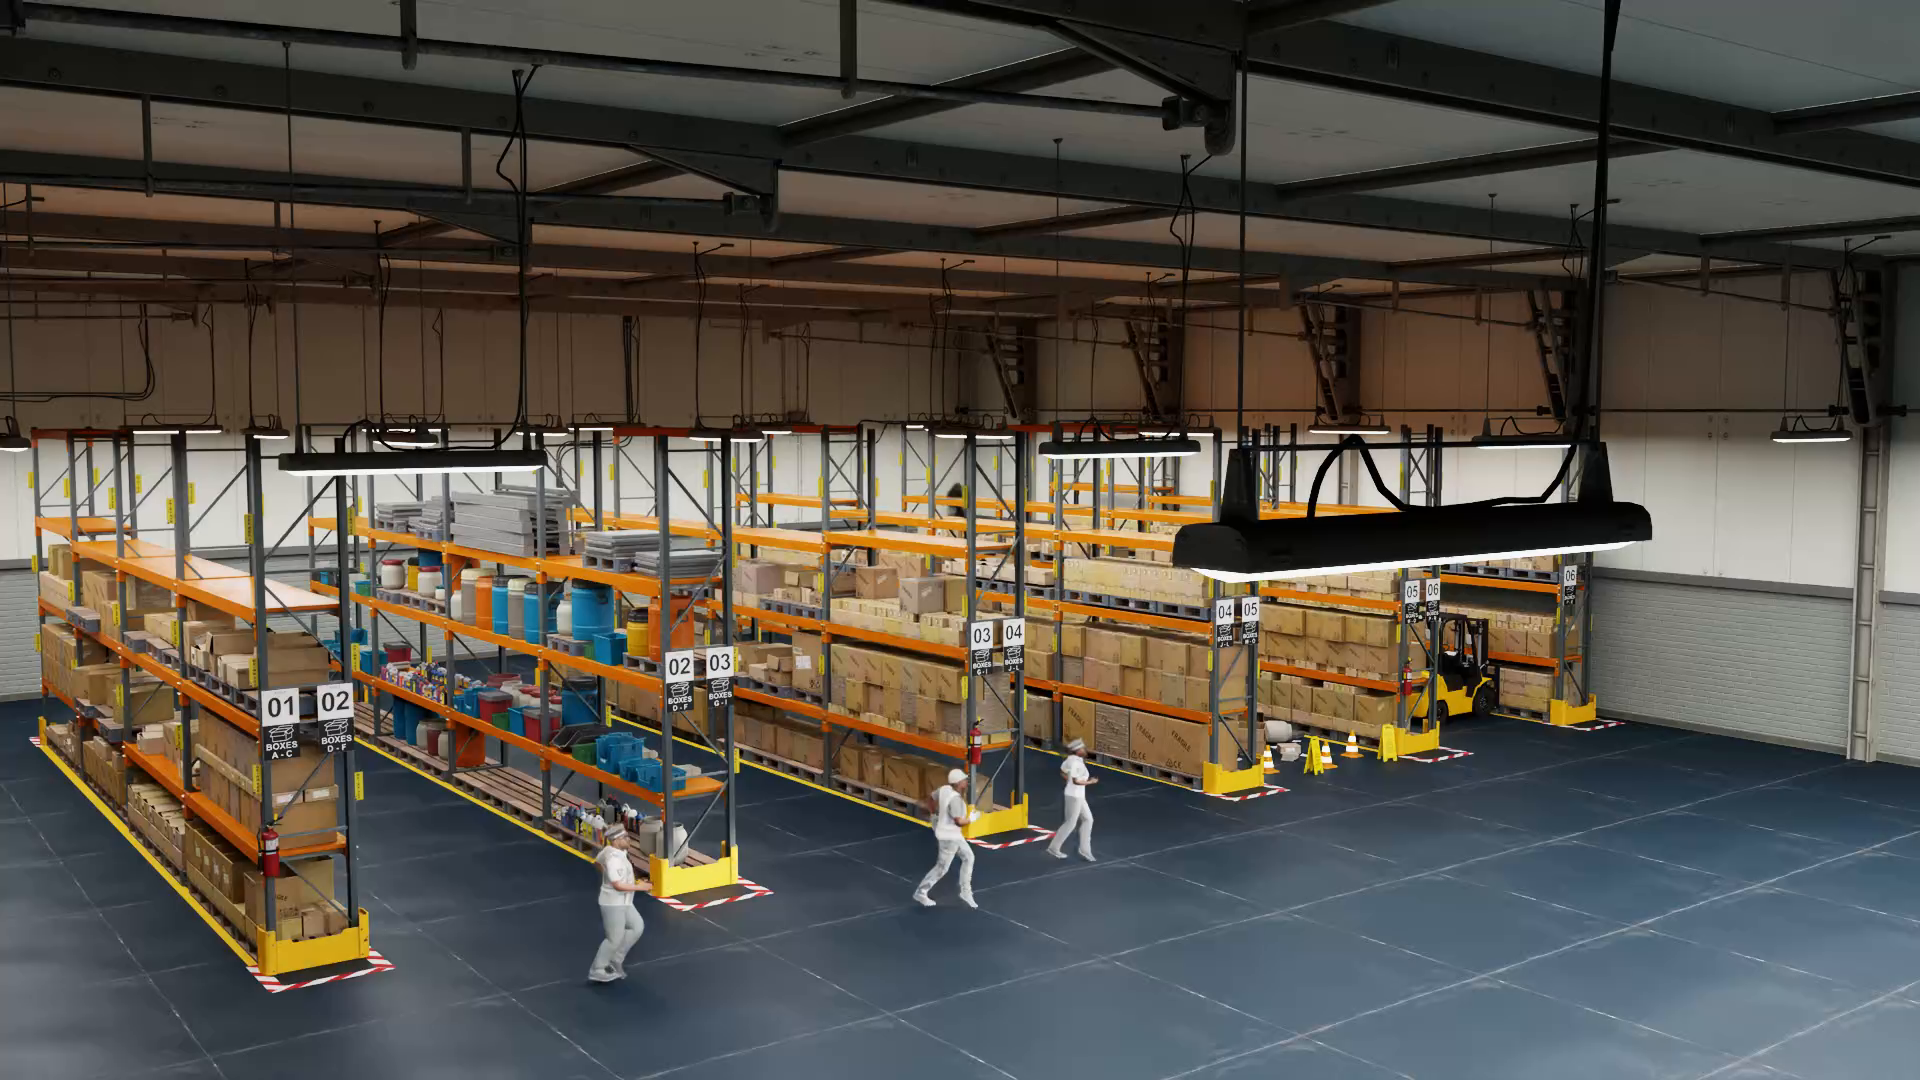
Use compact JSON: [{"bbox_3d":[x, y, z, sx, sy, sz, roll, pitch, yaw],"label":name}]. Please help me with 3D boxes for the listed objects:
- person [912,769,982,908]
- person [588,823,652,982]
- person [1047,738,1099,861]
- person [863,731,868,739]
[{"bbox_3d":[-0.168,3.799,21.033,0.873,1.823,0.712,-1,5,-9],"label":"person"},{"bbox_3d":[-3.755,4.019,18.381,0.712,1.816,0.689,-1,5,-8],"label":"person"},{"bbox_3d":[1.592,3.663,23.440,0.720,1.750,0.574,0,4,5],"label":"person"},{"bbox_3d":[-1.806,2.963,31.902,0.671,1.736,0.584,-4,6,-41],"label":"person"}]
